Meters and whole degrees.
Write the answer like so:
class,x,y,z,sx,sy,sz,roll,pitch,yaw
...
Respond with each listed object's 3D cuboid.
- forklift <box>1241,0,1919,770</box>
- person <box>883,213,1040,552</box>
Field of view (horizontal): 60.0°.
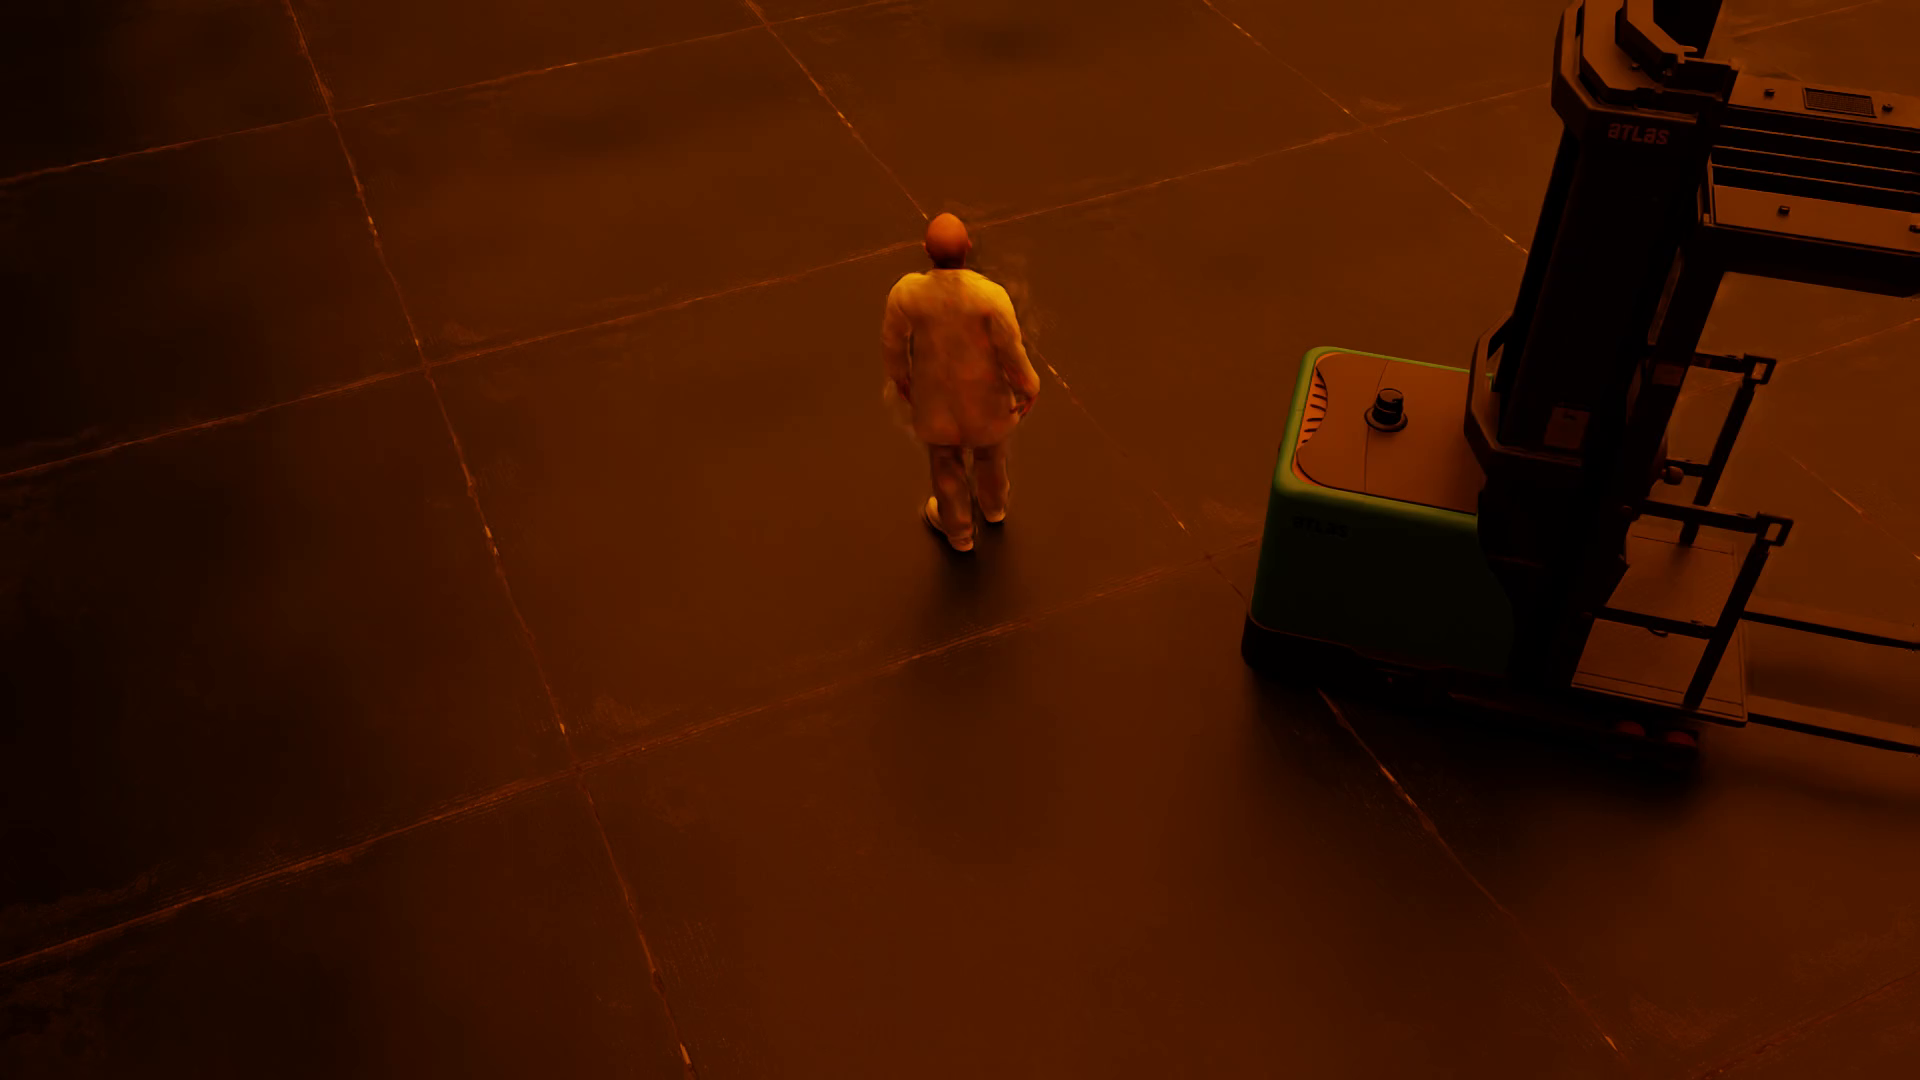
class,x,y,z,sx,sy,sz,roll,pitch,yaw
forklift,2.794,-0.538,6.256,3.031,2.935,1.130,11,44,12
person,0.046,-0.749,7.319,0.693,1.778,0.672,11,44,12
